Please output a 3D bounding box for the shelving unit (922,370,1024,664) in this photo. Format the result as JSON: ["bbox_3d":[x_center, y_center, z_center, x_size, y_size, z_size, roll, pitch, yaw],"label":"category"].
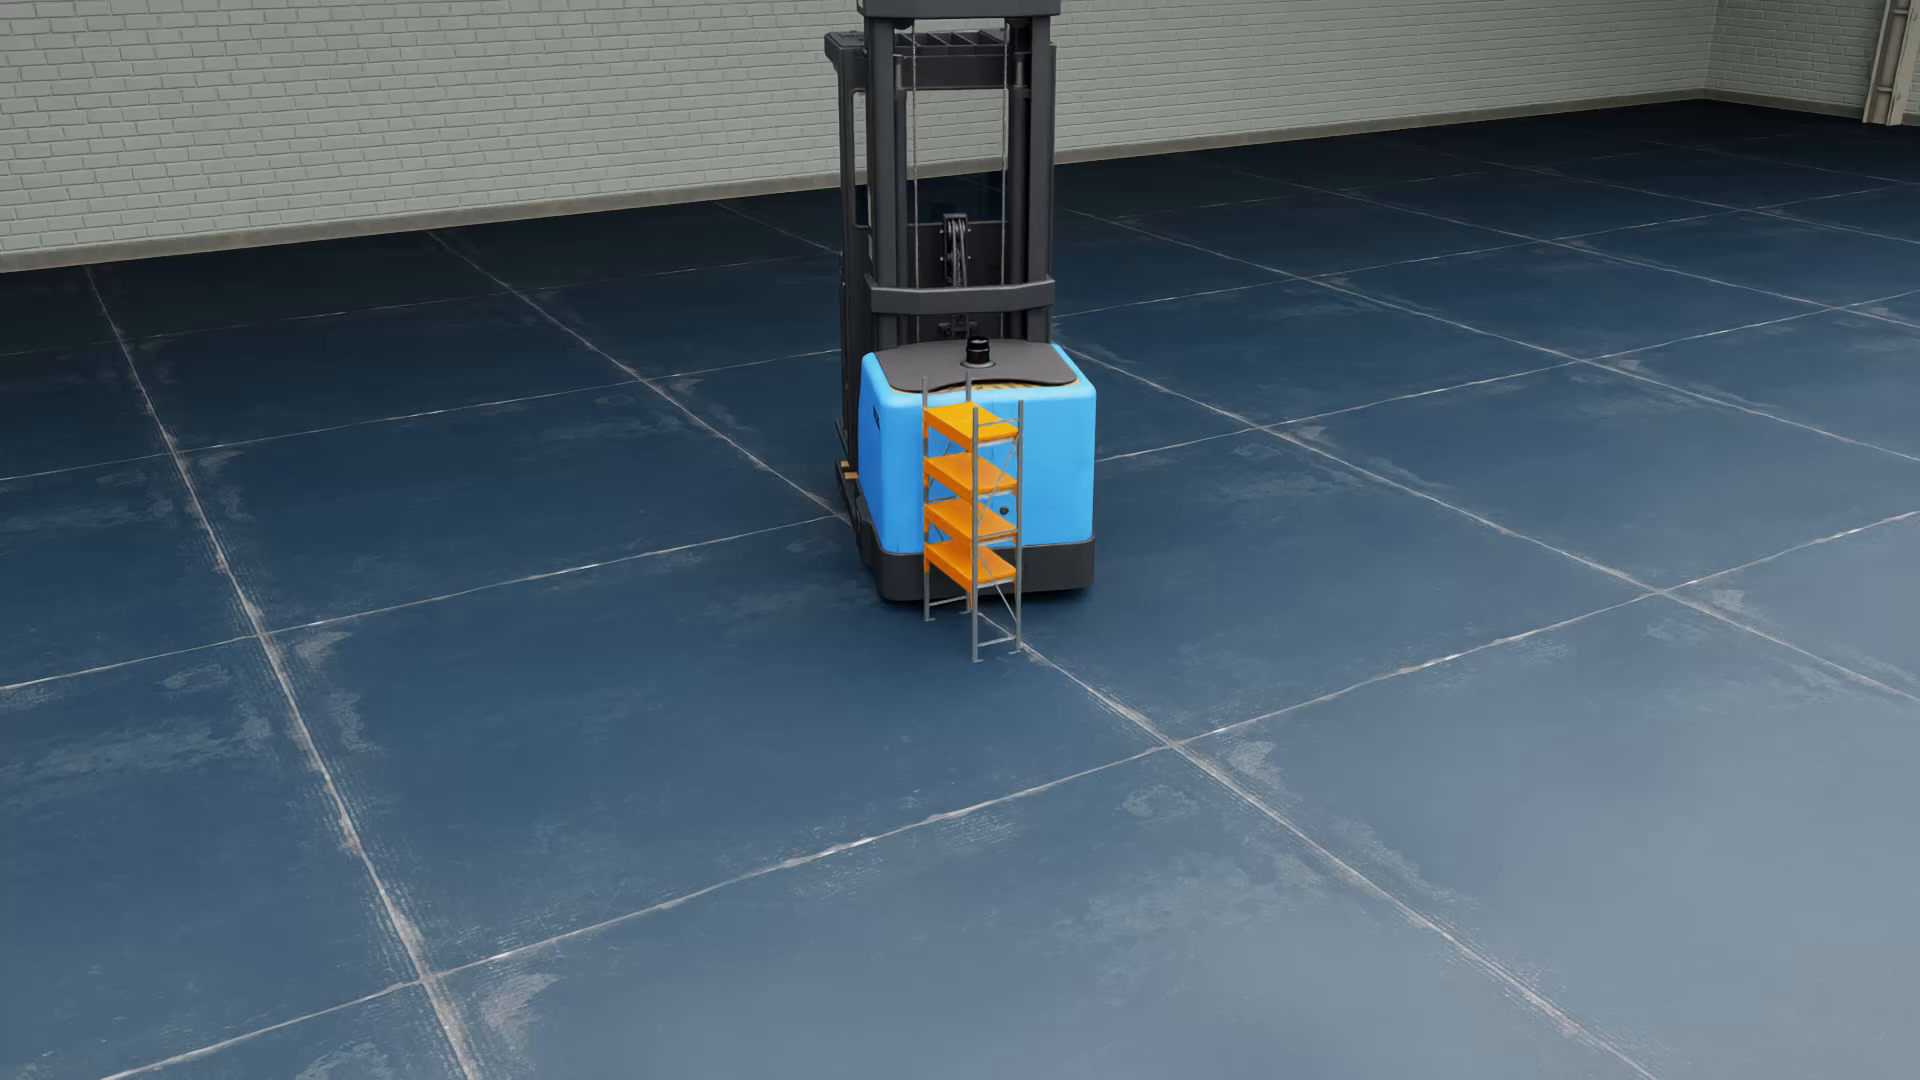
[{"bbox_3d":[0.052,-0.106,7.473,0.258,1.200,0.503,-11,25,-25],"label":"shelving unit"}]

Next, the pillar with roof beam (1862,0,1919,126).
[{"bbox_3d":[9.053,-9.109,19.272,9.100,9.000,0.400,-13,25,-28],"label":"pillar with roof beam"}]

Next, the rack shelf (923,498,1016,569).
[{"bbox_3d":[0.052,-0.044,7.498,0.258,0.148,0.480,-11,25,-25],"label":"rack shelf"}]

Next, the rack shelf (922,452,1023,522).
[{"bbox_3d":[0.052,-0.250,7.413,0.258,0.148,0.480,-11,25,-25],"label":"rack shelf"}]

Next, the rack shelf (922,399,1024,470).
[{"bbox_3d":[0.052,-0.469,7.322,0.258,0.148,0.480,-11,25,-25],"label":"rack shelf"}]

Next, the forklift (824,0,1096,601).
[{"bbox_3d":[-0.107,-1.589,8.829,1.130,2.935,3.031,-4,22,-9],"label":"forklift"}]

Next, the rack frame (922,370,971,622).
[{"bbox_3d":[-0.059,-0.189,7.673,0.240,1.200,0.015,-11,25,-25],"label":"rack frame"}]

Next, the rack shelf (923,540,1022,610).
[{"bbox_3d":[0.052,0.140,7.575,0.258,0.148,0.480,-11,25,-25],"label":"rack shelf"}]

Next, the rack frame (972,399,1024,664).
[{"bbox_3d":[0.163,-0.023,7.272,0.240,1.200,0.015,-11,25,-25],"label":"rack frame"}]
